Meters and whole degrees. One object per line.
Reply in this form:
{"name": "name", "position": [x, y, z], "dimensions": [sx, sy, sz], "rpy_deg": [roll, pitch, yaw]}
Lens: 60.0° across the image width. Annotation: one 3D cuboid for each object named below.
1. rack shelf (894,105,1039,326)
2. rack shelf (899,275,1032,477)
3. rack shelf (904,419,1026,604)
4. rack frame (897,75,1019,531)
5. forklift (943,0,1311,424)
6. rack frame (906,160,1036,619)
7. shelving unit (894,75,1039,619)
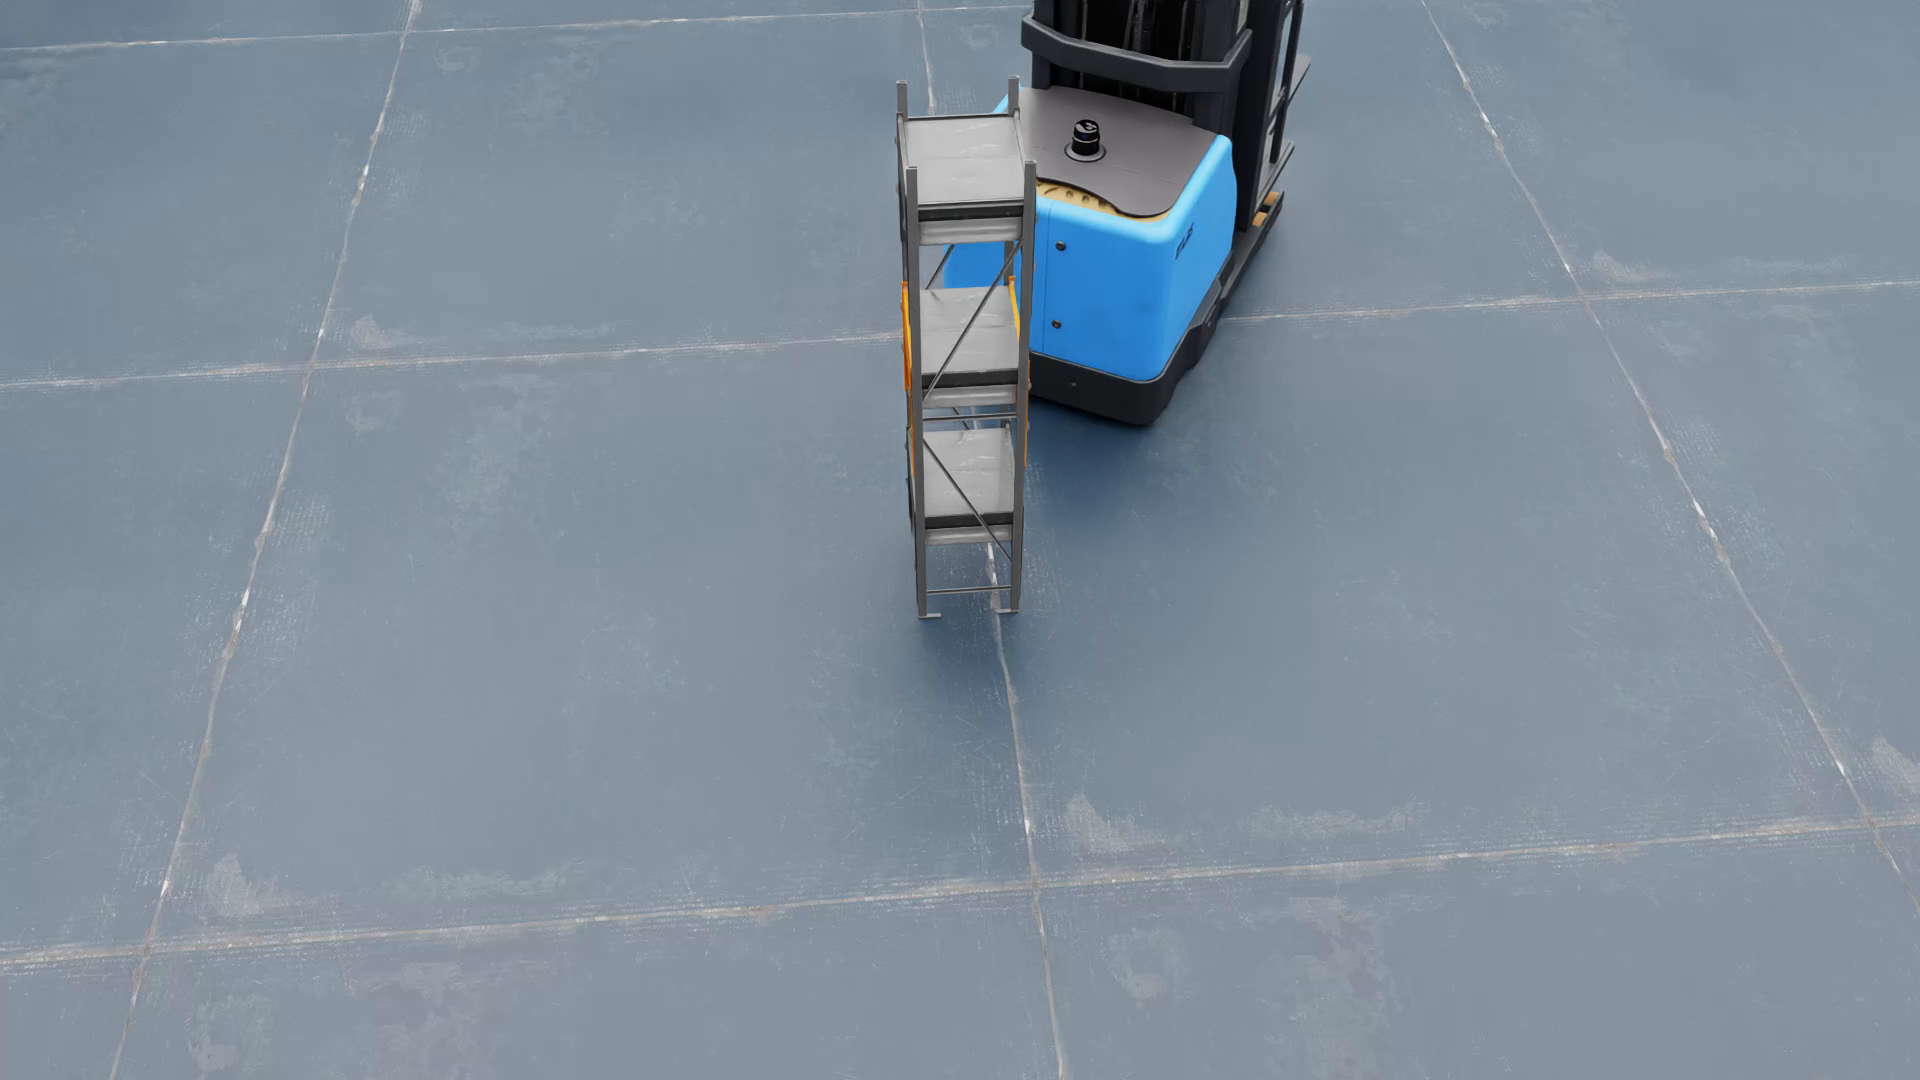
{"name": "rack shelf", "position": [0.014, -1.074, 5.512], "dimensions": [0.431, 0.518, 0.480], "rpy_deg": [-3, 47, -3]}
{"name": "rack shelf", "position": [0.014, -0.593, 6.021], "dimensions": [0.431, 0.518, 0.480], "rpy_deg": [-3, 47, -3]}
{"name": "rack shelf", "position": [0.014, -0.112, 6.529], "dimensions": [0.431, 0.518, 0.480], "rpy_deg": [-3, 47, -3]}
{"name": "rack frame", "position": [-0.007, -0.779, 6.178], "dimensions": [0.400, 2.100, 0.015], "rpy_deg": [-3, 47, -3]}
{"name": "forklift", "position": [0.981, -2.596, 7.326], "dimensions": [1.130, 2.935, 3.031], "rpy_deg": [18, 49, 17]}
{"name": "rack frame", "position": [0.034, -0.426, 5.844], "dimensions": [0.400, 2.100, 0.015], "rpy_deg": [-3, 47, -3]}
{"name": "shelving unit", "position": [0.014, -0.602, 6.011], "dimensions": [0.431, 2.100, 0.503], "rpy_deg": [-3, 47, -3]}
